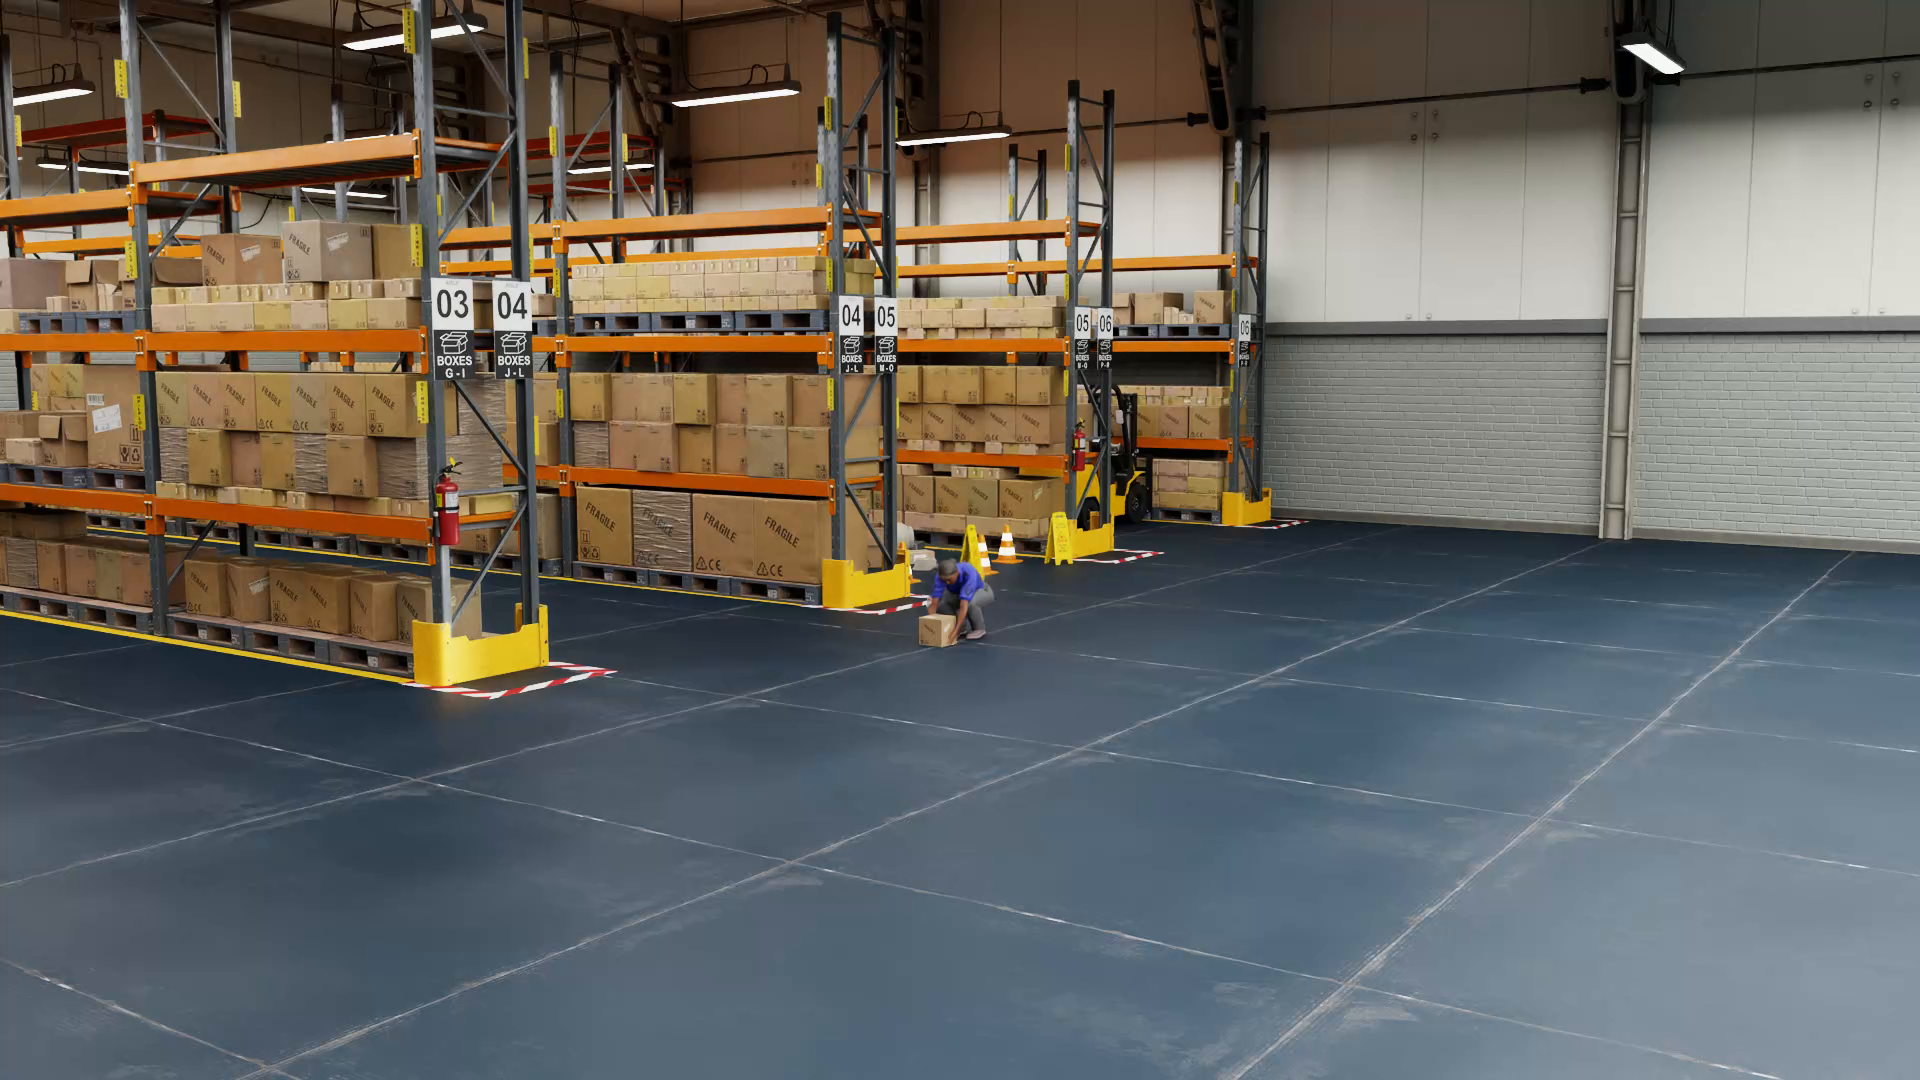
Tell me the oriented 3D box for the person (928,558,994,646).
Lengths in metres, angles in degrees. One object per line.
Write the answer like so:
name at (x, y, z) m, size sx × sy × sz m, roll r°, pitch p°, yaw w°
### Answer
person at (-0.010, 0.550, 15.311) m, size 0.456 × 0.772 × 0.847 m, roll 4°, pitch 8°, yaw 34°
